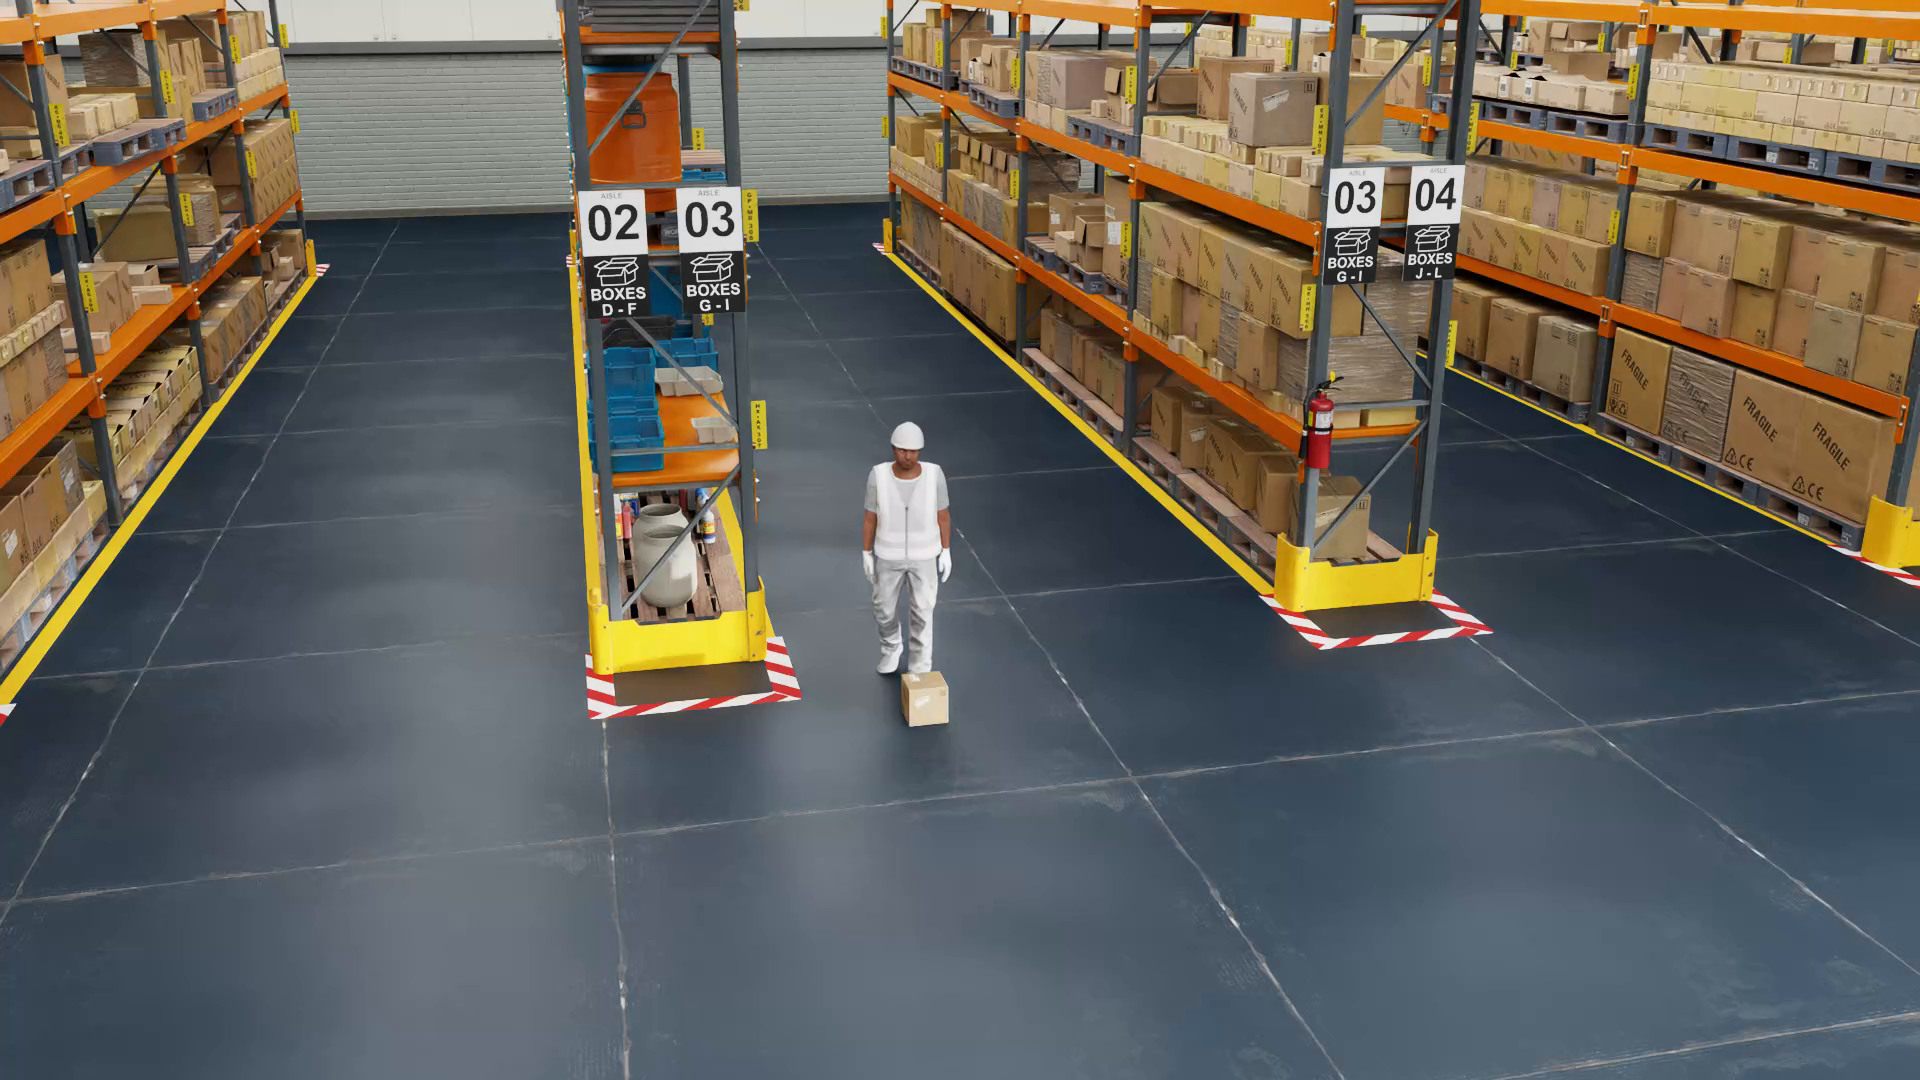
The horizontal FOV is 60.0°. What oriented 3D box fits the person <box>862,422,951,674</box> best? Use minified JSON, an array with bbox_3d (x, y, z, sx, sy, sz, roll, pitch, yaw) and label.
[{"bbox_3d":[-0.342,0.099,10.728,0.572,1.792,0.632,0,19,-1],"label":"person"}]
